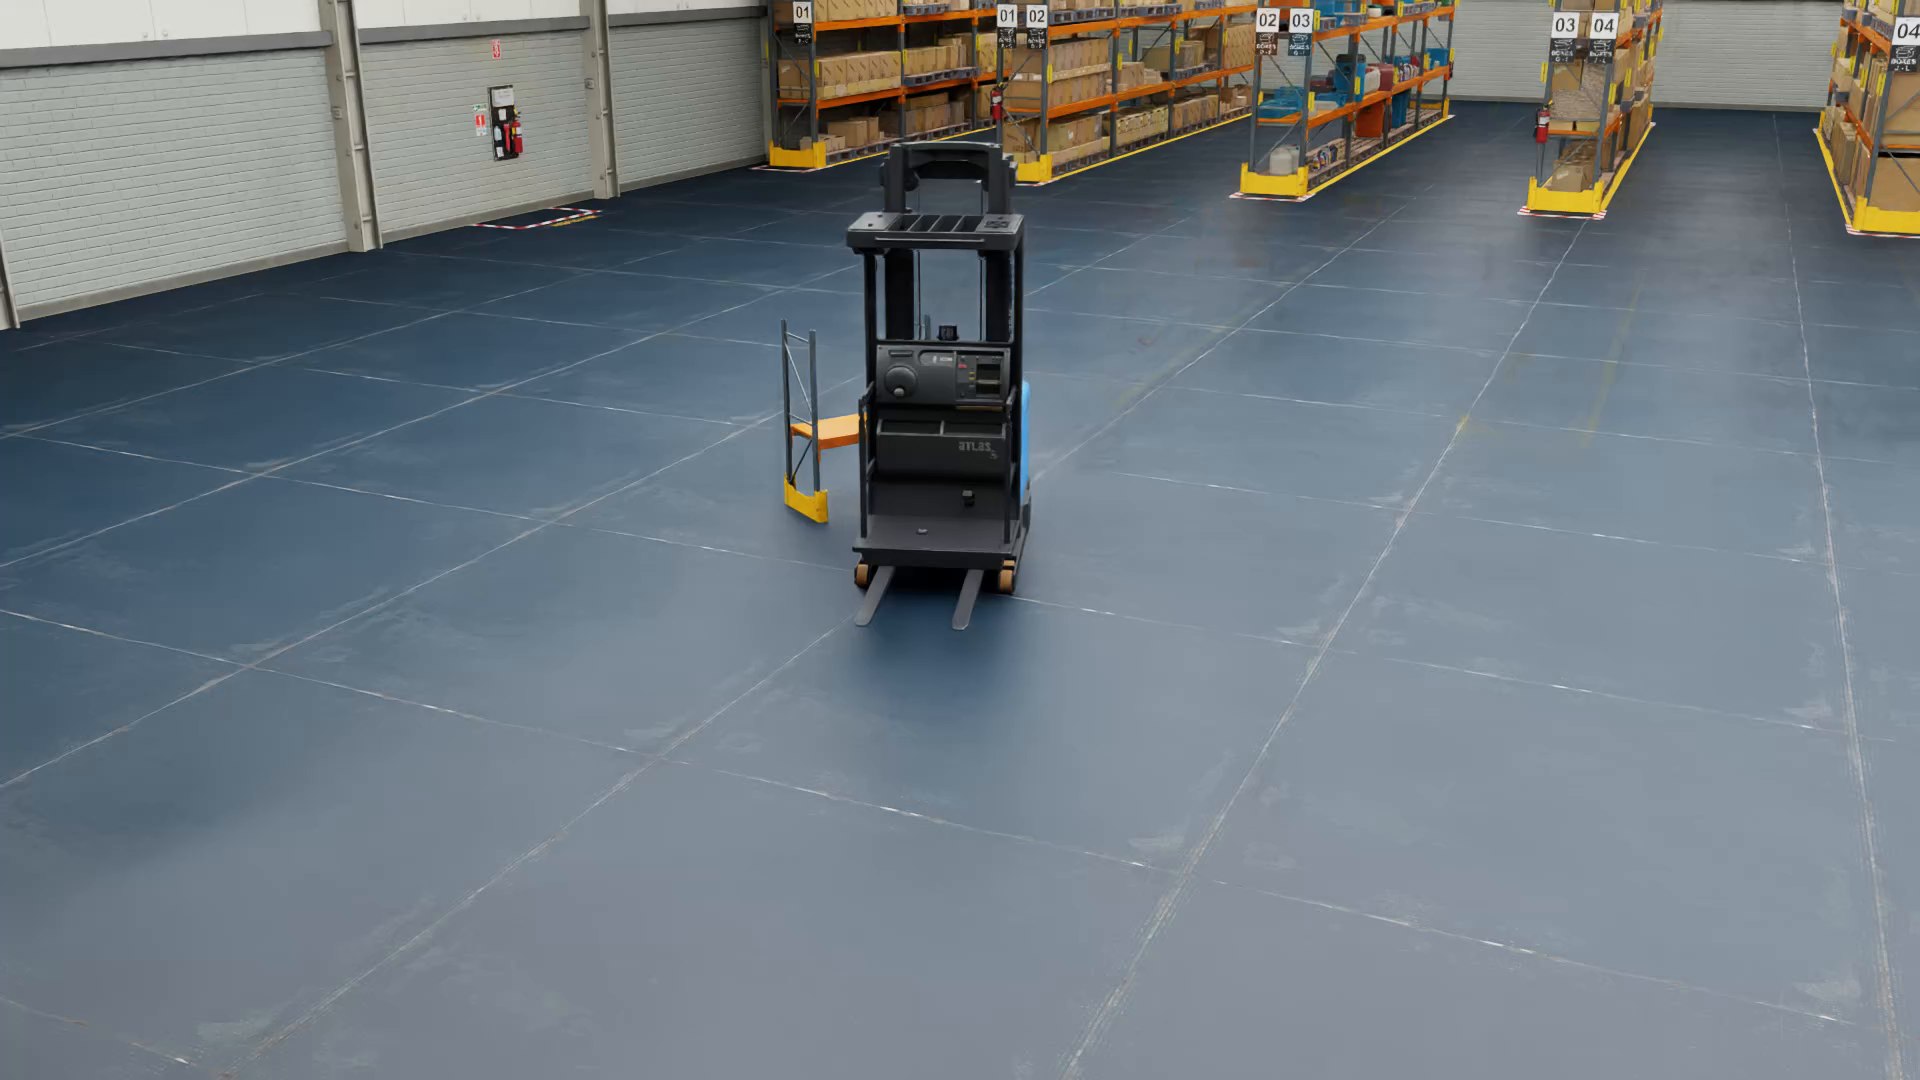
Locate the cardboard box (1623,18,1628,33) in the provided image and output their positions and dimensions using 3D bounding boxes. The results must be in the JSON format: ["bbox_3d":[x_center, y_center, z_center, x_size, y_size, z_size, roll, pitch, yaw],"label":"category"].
[{"bbox_3d":[11.264,-8.918,28.817,0.500,0.250,0.500,9,22,24],"label":"cardboard box"}]

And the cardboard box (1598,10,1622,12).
[{"bbox_3d":[10.896,-8.811,27.921,0.380,0.149,0.250,9,22,25],"label":"cardboard box"}]

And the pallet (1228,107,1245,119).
[{"bbox_3d":[6.868,-11.294,43.911,1.003,0.211,1.213,9,21,23],"label":"pallet"}]

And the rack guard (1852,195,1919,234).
[{"bbox_3d":[14.684,-5.098,26.058,1.175,0.500,0.348,9,21,23],"label":"rack guard"}]

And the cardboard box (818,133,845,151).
[{"bbox_3d":[-2.748,-8.348,34.821,0.500,0.311,0.500,11,22,27],"label":"cardboard box"}]

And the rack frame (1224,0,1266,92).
[{"bbox_3d":[7.726,-13.246,45.239,1.000,3.000,0.127,9,21,23],"label":"rack frame"}]

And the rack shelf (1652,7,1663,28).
[{"bbox_3d":[15.943,-12.349,39.313,1.077,0.370,4.000,9,21,23],"label":"rack shelf"}]

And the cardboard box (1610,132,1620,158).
[{"bbox_3d":[12.789,-7.917,33.327,0.700,0.500,0.500,11,22,27],"label":"cardboard box"}]

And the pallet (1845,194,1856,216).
[{"bbox_3d":[15.451,-5.596,27.890,1.003,0.211,1.213,9,21,23],"label":"pallet"}]

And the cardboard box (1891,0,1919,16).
[{"bbox_3d":[14.640,-8.199,25.574,0.500,0.250,0.500,9,21,23],"label":"cardboard box"}]

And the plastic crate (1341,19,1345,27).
[{"bbox_3d":[7.041,-9.640,31.016,0.243,0.136,0.396,9,21,23],"label":"plastic crate"}]

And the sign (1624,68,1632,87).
[{"bbox_3d":[12.346,-8.553,30.751,0.100,0.325,0.005,9,21,23],"label":"sign"}]

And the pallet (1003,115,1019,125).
[{"bbox_3d":[0.822,-10.768,42.431,1.003,0.211,1.213,9,21,23],"label":"pallet"}]

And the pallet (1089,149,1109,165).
[{"bbox_3d":[2.448,-8.027,34.724,1.003,0.211,1.213,9,21,23],"label":"pallet"}]

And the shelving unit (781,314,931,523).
[{"bbox_3d":[-0.792,-1.016,13.088,1.083,1.500,0.587,-12,23,-31],"label":"shelving unit"}]

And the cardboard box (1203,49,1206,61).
[{"bbox_3d":[6.059,-12.259,42.313,0.500,0.500,0.500,9,21,24],"label":"cardboard box"}]

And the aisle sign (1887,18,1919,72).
[{"bbox_3d":[14.391,-7.528,25.279,0.394,0.787,0.004,9,21,23],"label":"aisle sign"}]

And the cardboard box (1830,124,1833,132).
[{"bbox_3d":[19.447,-9.086,36.726,0.380,0.149,0.250,9,21,24],"label":"cardboard box"}]

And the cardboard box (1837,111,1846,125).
[{"bbox_3d":[18.636,-8.817,34.769,0.500,0.250,0.500,9,22,25],"label":"cardboard box"}]

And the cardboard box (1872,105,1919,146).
[{"bbox_3d":[14.805,-6.474,25.972,0.875,0.550,0.550,9,21,23],"label":"cardboard box"}]

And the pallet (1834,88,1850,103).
[{"bbox_3d":[18.165,-8.871,33.223,1.213,0.211,1.003,9,21,23],"label":"pallet"}]

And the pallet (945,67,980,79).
[{"bbox_3d":[-0.265,-11.157,39.649,1.213,0.211,1.003,9,21,23],"label":"pallet"}]

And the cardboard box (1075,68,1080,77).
[{"bbox_3d":[2.162,-9.268,32.936,0.380,0.149,0.250,9,21,23],"label":"cardboard box"}]

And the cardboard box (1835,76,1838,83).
[{"bbox_3d":[18.605,-9.658,34.897,0.380,0.149,0.250,8,21,20],"label":"cardboard box"}]

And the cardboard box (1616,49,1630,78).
[{"bbox_3d":[11.915,-8.701,30.372,0.500,0.500,0.500,9,21,23],"label":"cardboard box"}]

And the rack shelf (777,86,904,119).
[{"bbox_3d":[-2.528,-9.306,35.234,1.077,0.370,4.000,9,21,23],"label":"rack shelf"}]

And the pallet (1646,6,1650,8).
[{"bbox_3d":[14.157,-11.311,35.603,1.003,0.211,1.213,10,22,25],"label":"pallet"}]

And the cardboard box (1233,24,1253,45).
[{"bbox_3d":[7.381,-13.277,43.684,0.500,0.500,0.500,9,22,24],"label":"cardboard box"}]

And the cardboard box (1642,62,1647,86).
[{"bbox_3d":[14.973,-10.380,37.029,0.500,0.500,0.500,9,22,24],"label":"cardboard box"}]

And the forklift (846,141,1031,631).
[{"bbox_3d":[-0.139,-1.135,11.285,1.130,2.935,3.031,2,20,6],"label":"forklift"}]

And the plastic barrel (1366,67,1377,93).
[{"bbox_3d":[8.569,-9.700,35.101,0.421,0.512,0.421,0,20,0],"label":"plastic barrel"}]

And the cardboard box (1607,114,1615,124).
[{"bbox_3d":[11.247,-7.376,29.108,0.380,0.149,0.250,9,21,23],"label":"cardboard box"}]

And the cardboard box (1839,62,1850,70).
[{"bbox_3d":[18.498,-9.859,34.574,0.380,0.149,0.250,9,22,25],"label":"cardboard box"}]

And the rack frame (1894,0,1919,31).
[{"bbox_3d":[14.694,-9.110,24.655,1.000,3.000,0.127,9,21,23],"label":"rack frame"}]

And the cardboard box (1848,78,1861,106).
[{"bbox_3d":[17.540,-8.676,32.238,0.500,0.500,0.500,9,21,23],"label":"cardboard box"}]

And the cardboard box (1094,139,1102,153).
[{"bbox_3d":[2.608,-8.157,34.406,0.500,0.250,0.500,9,21,23],"label":"cardboard box"}]

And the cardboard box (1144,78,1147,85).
[{"bbox_3d":[3.979,-10.285,37.287,0.380,0.149,0.250,10,22,27],"label":"cardboard box"}]

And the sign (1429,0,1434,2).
[{"bbox_3d":[11.107,-12.684,39.169,0.100,0.325,0.005,9,21,23],"label":"sign"}]

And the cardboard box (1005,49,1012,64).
[{"bbox_3d":[0.995,-12.260,41.843,0.500,0.500,0.500,9,22,24],"label":"cardboard box"}]

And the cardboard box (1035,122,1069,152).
[{"bbox_3d":[1.800,-7.897,32.556,0.500,0.500,0.500,9,21,23],"label":"cardboard box"}]

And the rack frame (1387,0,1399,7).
[{"bbox_3d":[8.968,-12.947,35.443,1.000,3.000,0.127,9,21,23],"label":"rack frame"}]

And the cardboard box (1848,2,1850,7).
[{"bbox_3d":[19.985,-11.788,36.885,0.500,0.250,0.500,8,21,22],"label":"cardboard box"}]

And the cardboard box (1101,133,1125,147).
[{"bbox_3d":[3.203,-8.570,35.566,0.500,0.250,0.500,8,21,21],"label":"cardboard box"}]

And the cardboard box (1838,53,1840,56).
[{"bbox_3d":[20.199,-10.791,37.741,0.500,0.500,0.500,8,21,21],"label":"cardboard box"}]

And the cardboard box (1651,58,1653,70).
[{"bbox_3d":[16.390,-11.460,39.997,0.500,0.250,0.500,8,21,21],"label":"cardboard box"}]

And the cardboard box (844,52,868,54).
[{"bbox_3d":[-2.307,-10.276,35.962,0.500,0.500,0.500,8,21,22],"label":"cardboard box"}]

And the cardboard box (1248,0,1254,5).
[{"bbox_3d":[7.349,-14.090,43.358,0.500,0.250,0.500,9,21,23],"label":"cardboard box"}]

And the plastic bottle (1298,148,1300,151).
[{"bbox_3d":[6.671,-7.568,32.688,0.097,0.271,0.097,0,20,0],"label":"plastic bottle"}]

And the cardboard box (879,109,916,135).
[{"bbox_3d":[-1.422,-9.513,37.817,0.700,0.500,0.500,9,22,25],"label":"cardboard box"}]

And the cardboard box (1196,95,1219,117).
[{"bbox_3d":[6.148,-10.863,41.611,0.500,0.500,0.500,8,21,22],"label":"cardboard box"}]

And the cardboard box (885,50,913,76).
[{"bbox_3d":[-1.469,-10.662,37.166,0.700,0.500,0.500,9,21,23],"label":"cardboard box"}]

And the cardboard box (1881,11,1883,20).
[{"bbox_3d":[15.458,-8.670,27.494,0.380,0.149,0.250,8,21,22],"label":"cardboard box"}]
